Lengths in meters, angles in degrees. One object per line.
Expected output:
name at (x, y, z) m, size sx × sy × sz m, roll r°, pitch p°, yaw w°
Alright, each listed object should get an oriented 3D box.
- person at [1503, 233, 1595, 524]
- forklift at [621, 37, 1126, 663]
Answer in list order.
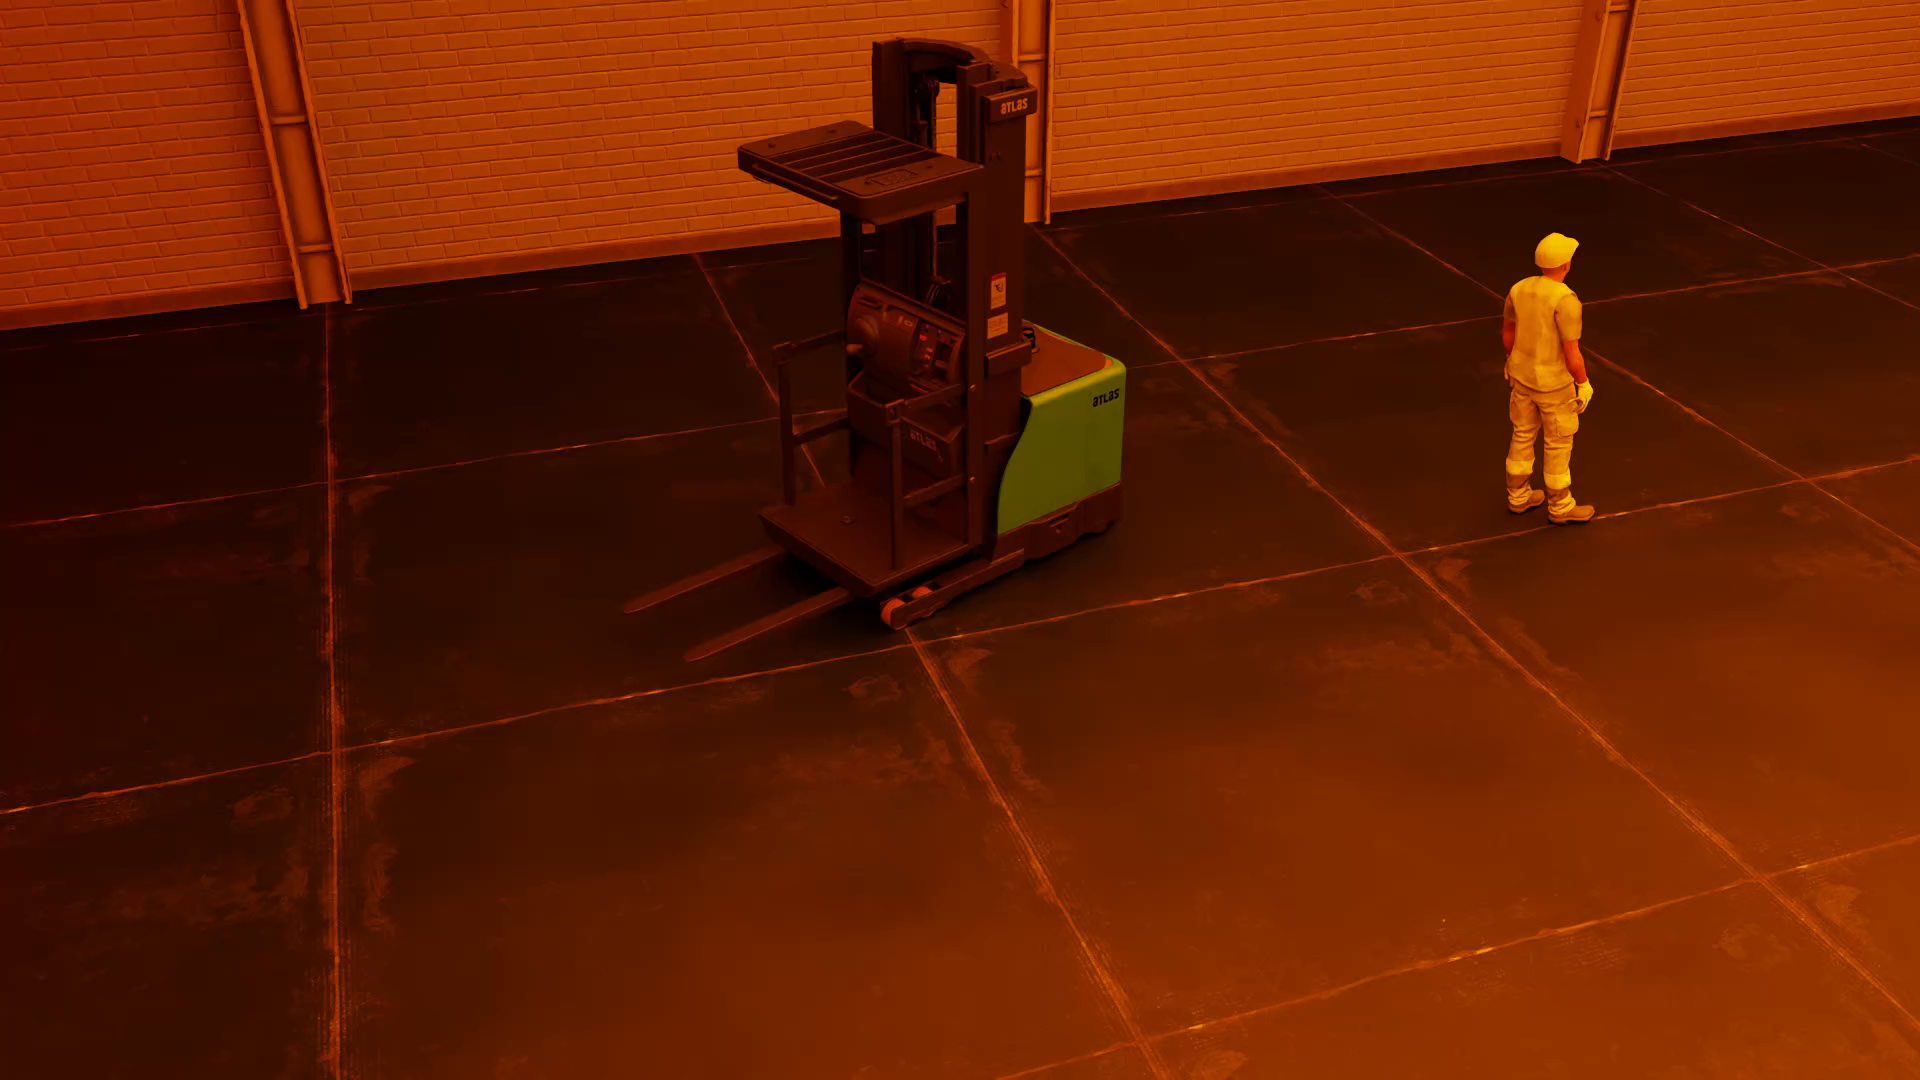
person at (3.538, -0.976, 9.915) m, size 0.562 × 1.790 × 0.638 m, roll -15°, pitch 33°, yaw -24°
forklift at (-0.461, -1.072, 8.951) m, size 3.031 × 2.935 × 1.130 m, roll -23°, pitch 37°, yaw -34°
